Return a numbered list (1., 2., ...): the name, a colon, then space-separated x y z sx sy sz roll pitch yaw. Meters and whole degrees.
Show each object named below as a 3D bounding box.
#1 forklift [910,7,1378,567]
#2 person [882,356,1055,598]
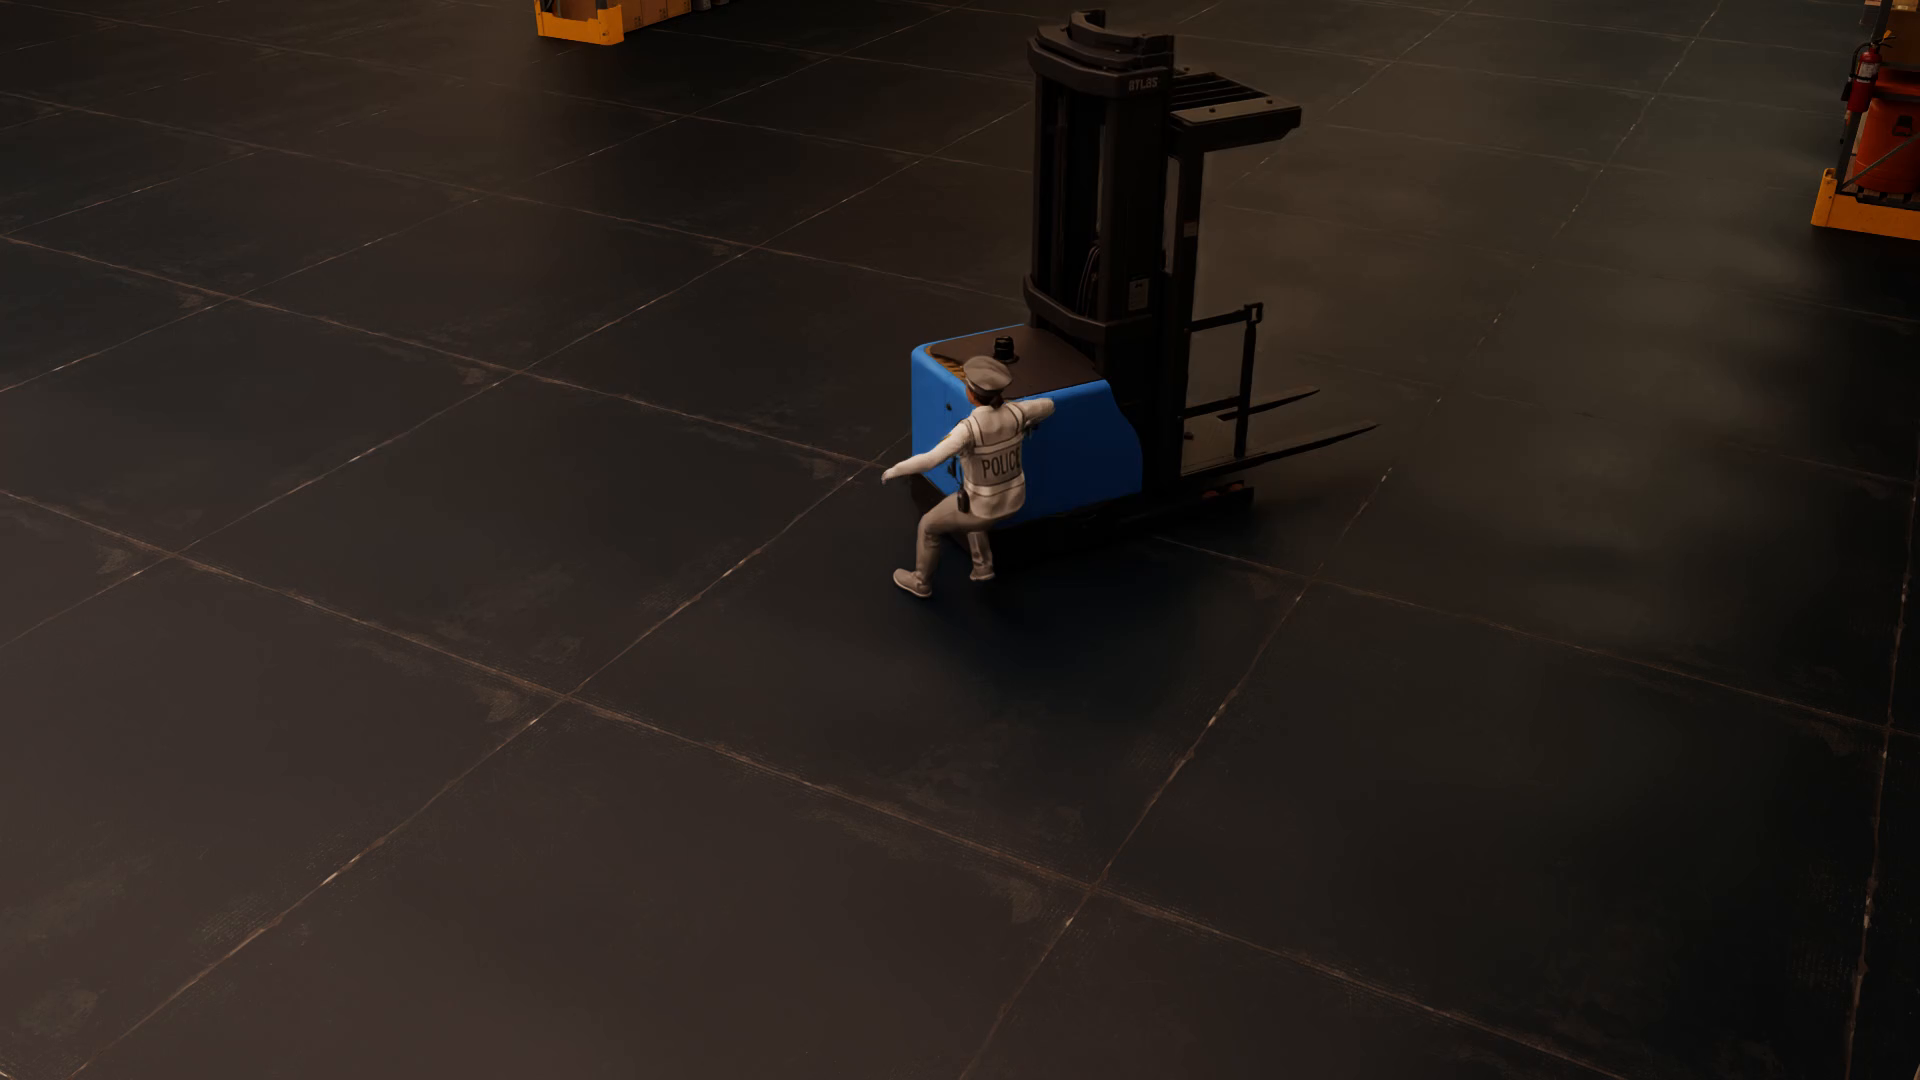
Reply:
1. forklift: 1.241 -1.623 9.883 3.031 2.935 1.130 -15 33 -24
2. person: -0.008 -0.333 9.045 0.991 1.525 0.767 -20 35 -30
